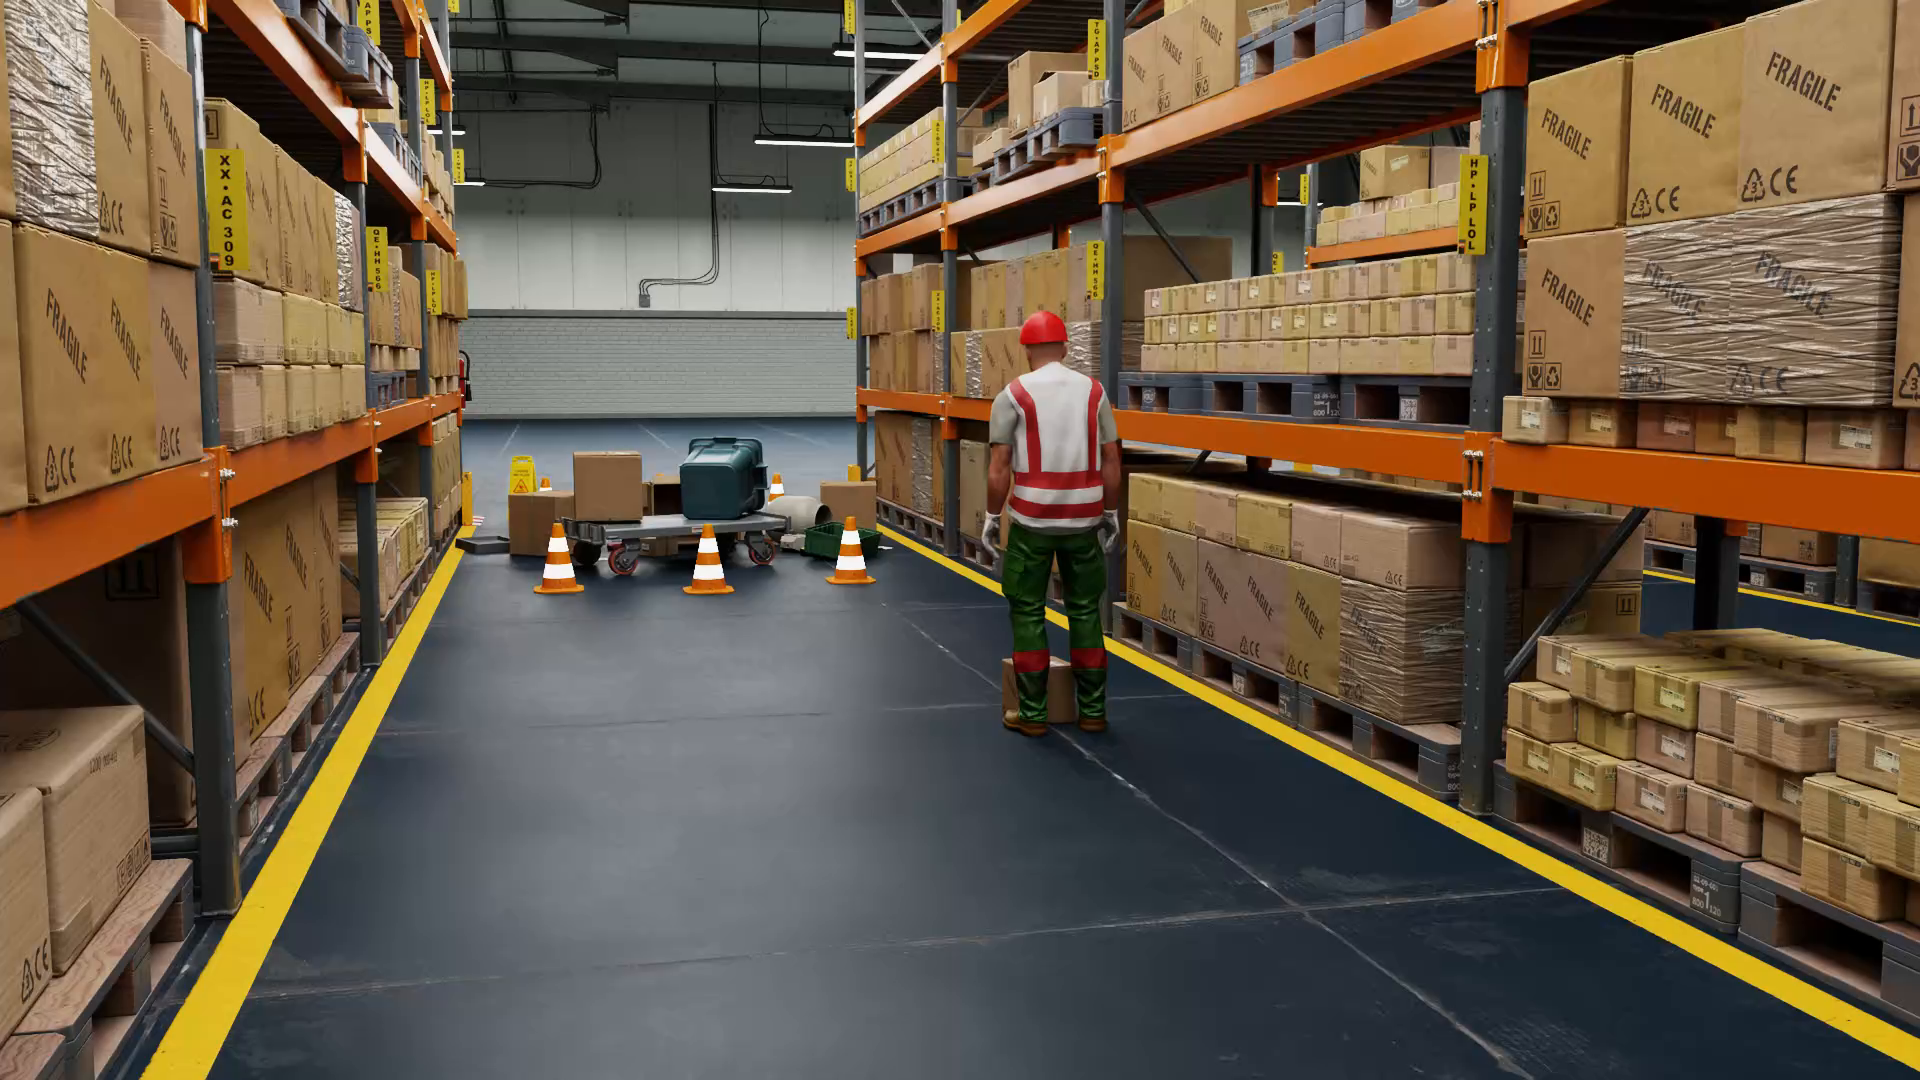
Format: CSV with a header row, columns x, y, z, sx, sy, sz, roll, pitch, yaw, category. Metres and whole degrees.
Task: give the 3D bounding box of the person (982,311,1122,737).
x,y,z,sx,sy,sz,roll,pitch,yaw,category
0.389,-0.074,7.025,0.611,1.779,0.455,-1,6,-14,person
